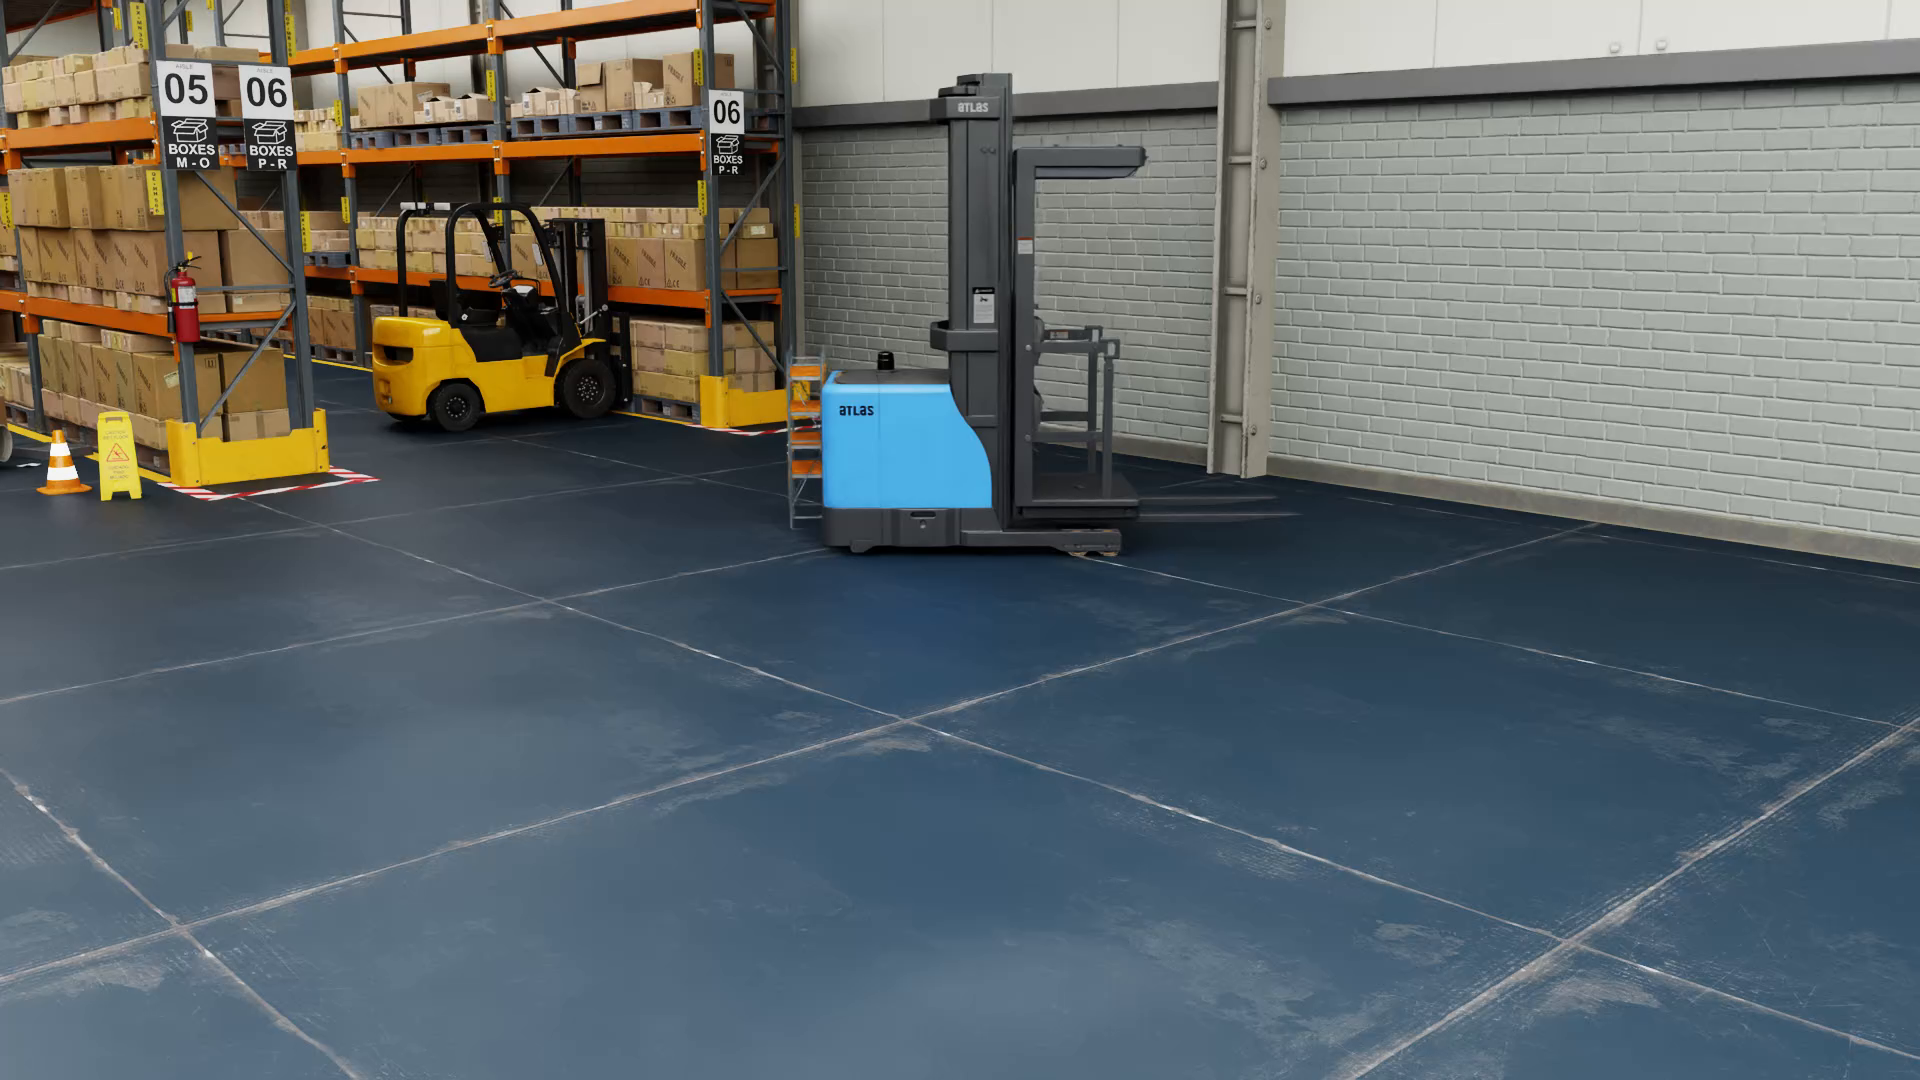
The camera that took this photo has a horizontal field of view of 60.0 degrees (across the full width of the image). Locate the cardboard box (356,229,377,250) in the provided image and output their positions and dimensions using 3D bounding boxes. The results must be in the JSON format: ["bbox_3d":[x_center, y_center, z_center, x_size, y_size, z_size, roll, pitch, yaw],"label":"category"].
[{"bbox_3d":[-7.468,-3.897,21.524,0.500,0.250,0.500,-11,16,-43],"label":"cardboard box"}]

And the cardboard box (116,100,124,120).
[{"bbox_3d":[-6.446,-3.402,13.181,0.380,0.149,0.250,-10,15,-41],"label":"cardboard box"}]

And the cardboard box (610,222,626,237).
[{"bbox_3d":[-3.401,-3.222,17.262,0.380,0.149,0.250,-11,16,-42],"label":"cardboard box"}]

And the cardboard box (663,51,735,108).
[{"bbox_3d":[-2.537,-4.463,16.172,0.500,0.500,0.500,-10,15,-41],"label":"cardboard box"}]

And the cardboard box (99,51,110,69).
[{"bbox_3d":[-6.731,-3.871,13.481,0.380,0.149,0.250,-11,16,-43],"label":"cardboard box"}]

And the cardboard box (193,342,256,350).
[{"bbox_3d":[-6.381,-1.429,14.331,0.500,0.500,0.500,11,16,43],"label":"cardboard box"}]

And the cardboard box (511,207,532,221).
[{"bbox_3d":[-4.812,-3.668,18.690,0.380,0.149,0.250,-10,16,-41],"label":"cardboard box"}]

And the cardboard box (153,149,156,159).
[{"bbox_3d":[-12.590,-6.137,26.455,0.380,0.149,0.250,-10,16,-41],"label":"cardboard box"}]

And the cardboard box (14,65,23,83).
[{"bbox_3d":[-8.223,-4.163,14.896,0.380,0.149,0.250,-10,15,-41],"label":"cardboard box"}]

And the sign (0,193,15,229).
[{"bbox_3d":[-8.804,-3.041,15.368,0.100,0.325,0.005,-11,16,-43],"label":"sign"}]

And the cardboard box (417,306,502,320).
[{"bbox_3d":[-6.237,-2.585,20.868,0.625,0.625,0.875,11,16,43],"label":"cardboard box"}]

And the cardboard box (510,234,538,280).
[{"bbox_3d":[-4.700,-3.192,18.721,0.500,0.500,0.500,11,16,44],"label":"cardboard box"}]

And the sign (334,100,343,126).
[{"bbox_3d":[-7.974,-5.475,21.336,0.100,0.325,0.005,-11,16,-43],"label":"sign"}]

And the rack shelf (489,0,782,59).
[{"bbox_3d":[-3.437,-5.342,17.313,1.077,0.370,4.000,-11,16,-43],"label":"rack shelf"}]

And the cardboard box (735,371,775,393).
[{"bbox_3d":[-2.253,-1.618,17.104,0.500,0.250,0.500,-11,16,-42],"label":"cardboard box"}]

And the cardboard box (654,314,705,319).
[{"bbox_3d":[-2.936,-2.252,17.705,0.500,0.250,0.500,-11,16,-43],"label":"cardboard box"}]

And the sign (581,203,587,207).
[{"bbox_3d":[-4.417,-3.784,19.504,0.100,0.325,0.005,-11,16,-43],"label":"sign"}]

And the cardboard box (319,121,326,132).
[{"bbox_3d":[-8.327,-5.519,22.217,0.380,0.149,0.250,-10,16,-41],"label":"cardboard box"}]

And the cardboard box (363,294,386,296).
[{"bbox_3d":[-8.229,-3.366,23.364,0.250,0.149,0.380,11,16,43],"label":"cardboard box"}]

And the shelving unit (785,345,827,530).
[{"bbox_3d":[-1.043,-0.708,11.376,0.258,1.200,0.503,-1,12,-3],"label":"shelving unit"}]

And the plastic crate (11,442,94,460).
[{"bbox_3d":[-7.914,-0.778,14.490,0.583,0.080,0.402,6,13,26],"label":"plastic crate"}]

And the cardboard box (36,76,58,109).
[{"bbox_3d":[-7.600,-3.842,14.325,0.500,0.250,0.500,-11,16,-42],"label":"cardboard box"}]

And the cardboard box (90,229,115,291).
[{"bbox_3d":[-6.902,-2.350,13.902,0.500,0.500,0.500,-11,16,-43],"label":"cardboard box"}]

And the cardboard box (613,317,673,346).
[{"bbox_3d":[-3.311,-2.178,17.347,0.500,0.250,0.500,-11,16,-42],"label":"cardboard box"}]

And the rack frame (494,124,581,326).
[{"bbox_3d":[-4.818,-3.244,19.222,1.000,3.000,0.127,-11,16,-43],"label":"rack frame"}]

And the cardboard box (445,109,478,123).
[{"bbox_3d":[-5.797,-4.963,19.466,0.380,0.149,0.250,-11,16,-43],"label":"cardboard box"}]

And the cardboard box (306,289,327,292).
[{"bbox_3d":[-9.520,-3.625,24.619,0.380,0.149,0.250,-11,16,-42],"label":"cardboard box"}]

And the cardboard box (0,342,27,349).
[{"bbox_3d":[-10.785,-1.970,18.512,0.625,0.372,0.950,10,16,41],"label":"cardboard box"}]

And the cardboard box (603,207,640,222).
[{"bbox_3d":[-3.519,-3.418,17.477,0.380,0.149,0.250,-11,16,-42],"label":"cardboard box"}]

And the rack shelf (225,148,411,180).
[{"bbox_3d":[-8.961,-5.236,23.243,1.077,0.370,4.000,-11,16,-43],"label":"rack shelf"}]

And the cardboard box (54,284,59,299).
[{"bbox_3d":[-8.002,-2.274,15.136,0.380,0.149,0.250,-11,16,-43],"label":"cardboard box"}]

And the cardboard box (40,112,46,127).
[{"bbox_3d":[-7.976,-3.751,14.874,0.380,0.149,0.250,-11,16,-43],"label":"cardboard box"}]

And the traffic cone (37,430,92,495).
[{"bbox_3d":[-6.873,-0.608,12.717,0.336,0.463,0.334,-11,16,-43],"label":"traffic cone"}]

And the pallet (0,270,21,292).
[{"bbox_3d":[-8.828,-2.589,16.522,1.003,0.211,1.213,-11,16,-43],"label":"pallet"}]

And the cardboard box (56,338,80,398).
[{"bbox_3d":[-7.815,-1.578,15.050,0.500,0.500,0.500,-10,15,-40],"label":"cardboard box"}]

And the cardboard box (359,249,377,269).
[{"bbox_3d":[-7.450,-3.655,21.591,0.500,0.250,0.500,-11,16,-42],"label":"cardboard box"}]

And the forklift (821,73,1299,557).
[{"bbox_3d":[0.639,-1.438,10.627,3.031,2.935,1.130,0,12,-1],"label":"forklift"}]

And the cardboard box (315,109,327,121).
[{"bbox_3d":[-8.357,-5.658,22.153,0.250,0.149,0.380,11,16,43],"label":"cardboard box"}]

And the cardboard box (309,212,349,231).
[{"bbox_3d":[-8.841,-4.296,23.034,0.637,0.503,0.797,11,16,44],"label":"cardboard box"}]

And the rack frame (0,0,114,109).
[{"bbox_3d":[-8.405,-5.490,15.257,1.000,3.000,0.127,-11,16,-43],"label":"rack frame"}]

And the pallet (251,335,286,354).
[{"bbox_3d":[-9.753,-2.932,24.620,1.003,0.211,1.213,-11,16,-43],"label":"pallet"}]

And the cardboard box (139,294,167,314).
[{"bbox_3d":[-6.311,-1.891,13.279,0.380,0.149,0.250,-11,16,-43],"label":"cardboard box"}]

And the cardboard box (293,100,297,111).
[{"bbox_3d":[-9.875,-6.292,24.153,0.396,0.266,0.258,-11,16,-43],"label":"cardboard box"}]

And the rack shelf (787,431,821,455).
[{"bbox_3d":[-1.043,-0.642,11.389,0.258,0.148,0.480,-1,12,-3],"label":"rack shelf"}]

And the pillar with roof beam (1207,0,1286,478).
[{"bbox_3d":[-0.854,-4.350,9.724,9.100,9.000,0.400,-11,16,-43],"label":"pillar with roof beam"}]

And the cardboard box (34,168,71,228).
[{"bbox_3d":[-7.594,-2.987,14.512,0.700,0.500,0.500,-11,16,-44],"label":"cardboard box"}]

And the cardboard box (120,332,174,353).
[{"bbox_3d":[-6.687,-1.637,13.729,0.380,0.149,0.250,-10,15,-41],"label":"cardboard box"}]

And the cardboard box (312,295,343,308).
[{"bbox_3d":[-8.787,-3.325,23.162,0.380,0.149,0.250,-11,16,-43],"label":"cardboard box"}]

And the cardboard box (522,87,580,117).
[{"bbox_3d":[-4.419,-4.769,18.122,0.500,0.311,0.500,-10,16,-41],"label":"cardboard box"}]

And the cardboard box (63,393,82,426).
[{"bbox_3d":[-7.816,-1.210,15.126,0.500,0.250,0.500,-10,15,-39],"label":"cardboard box"}]

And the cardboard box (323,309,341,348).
[{"bbox_3d":[-8.366,-2.915,22.782,0.500,0.500,0.500,-11,16,-43],"label":"cardboard box"}]

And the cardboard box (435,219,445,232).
[{"bbox_3d":[-6.118,-3.812,20.124,0.380,0.149,0.250,-11,16,-42],"label":"cardboard box"}]

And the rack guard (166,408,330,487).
[{"bbox_3d":[-5.695,-0.755,13.335,1.175,0.500,0.348,-11,16,-43],"label":"rack guard"}]

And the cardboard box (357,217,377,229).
[{"bbox_3d":[-7.573,-4.107,21.555,0.380,0.149,0.250,-10,15,-41],"label":"cardboard box"}]

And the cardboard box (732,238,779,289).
[{"bbox_3d":[-2.197,-2.820,16.918,0.500,0.500,0.500,-10,15,-41],"label":"cardboard box"}]

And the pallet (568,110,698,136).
[{"bbox_3d":[-3.372,-4.371,17.478,1.003,0.211,1.213,-11,16,-43],"label":"pallet"}]
